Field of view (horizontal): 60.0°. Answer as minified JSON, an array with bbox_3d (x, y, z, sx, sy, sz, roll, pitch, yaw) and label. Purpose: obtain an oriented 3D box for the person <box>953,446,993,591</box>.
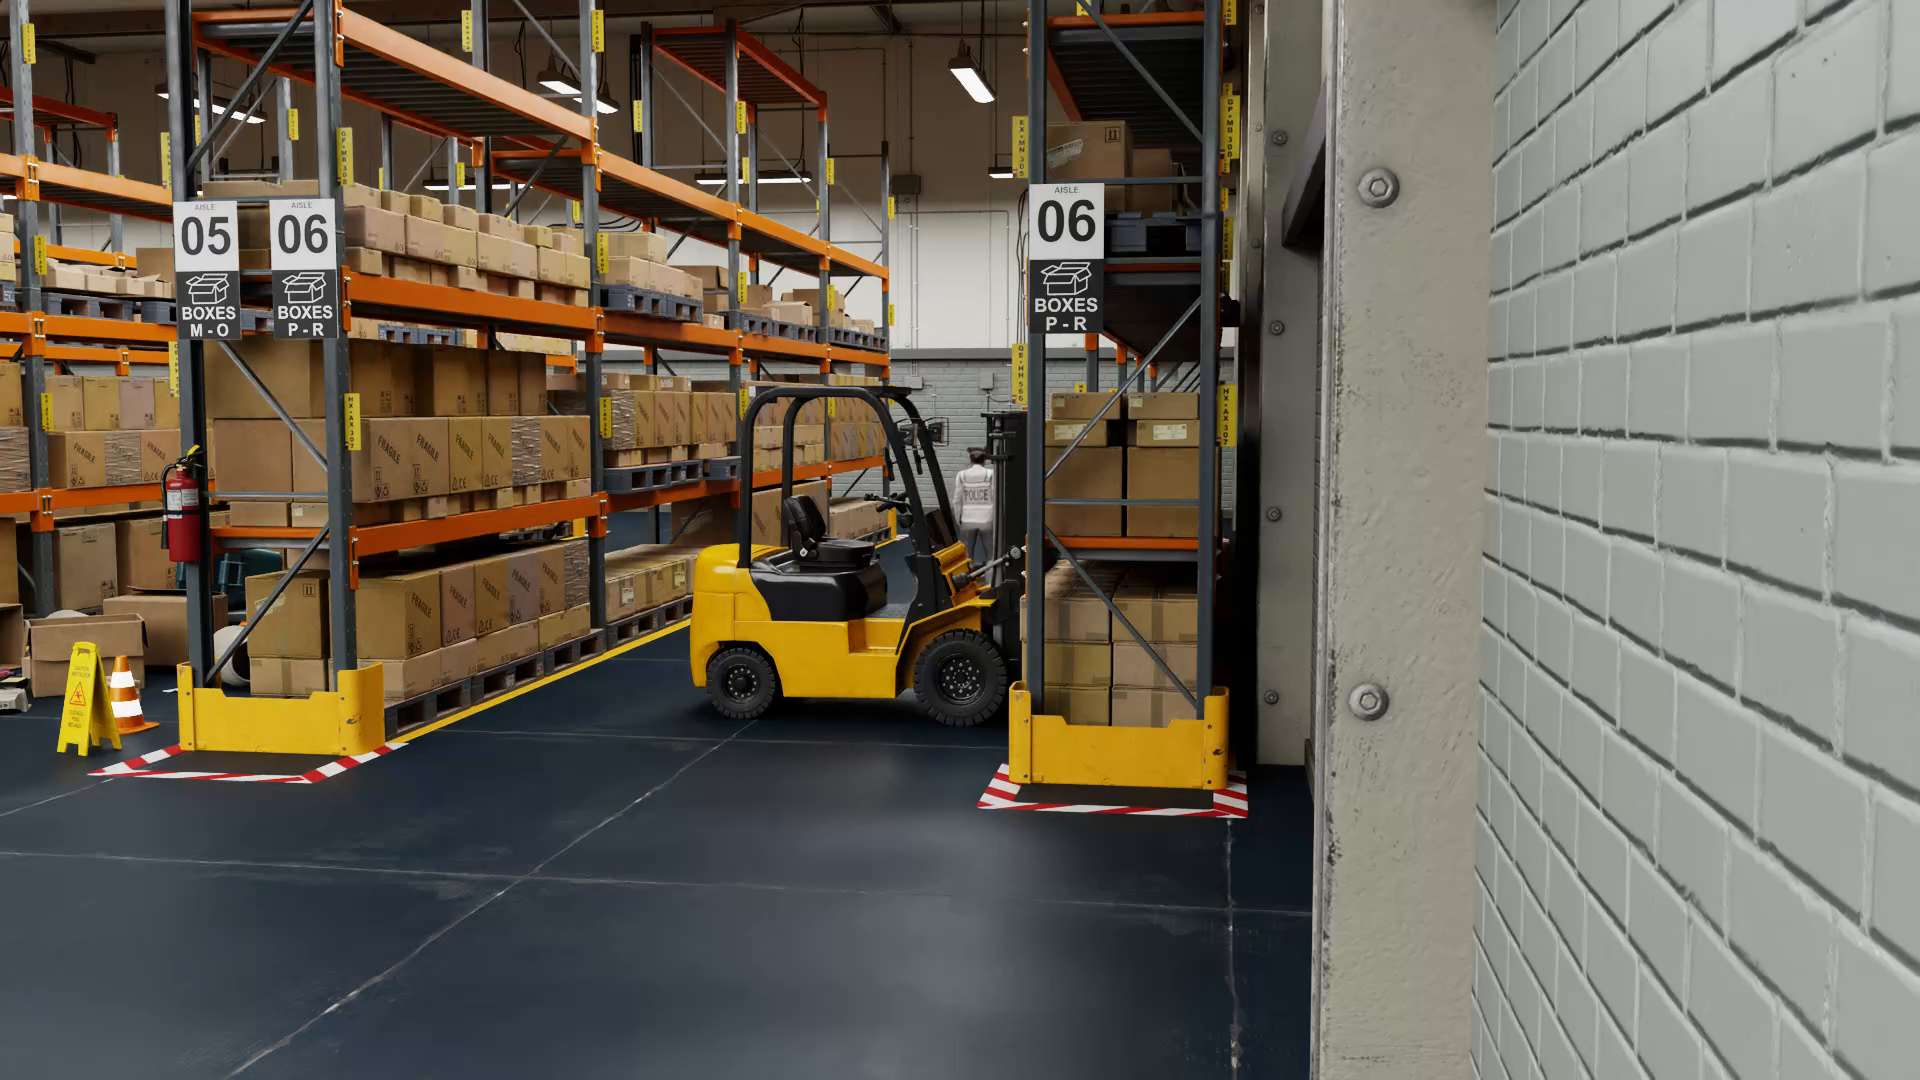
[{"bbox_3d":[0.175,-0.146,17.040,0.500,1.626,0.446,1,5,10],"label":"person"}]
